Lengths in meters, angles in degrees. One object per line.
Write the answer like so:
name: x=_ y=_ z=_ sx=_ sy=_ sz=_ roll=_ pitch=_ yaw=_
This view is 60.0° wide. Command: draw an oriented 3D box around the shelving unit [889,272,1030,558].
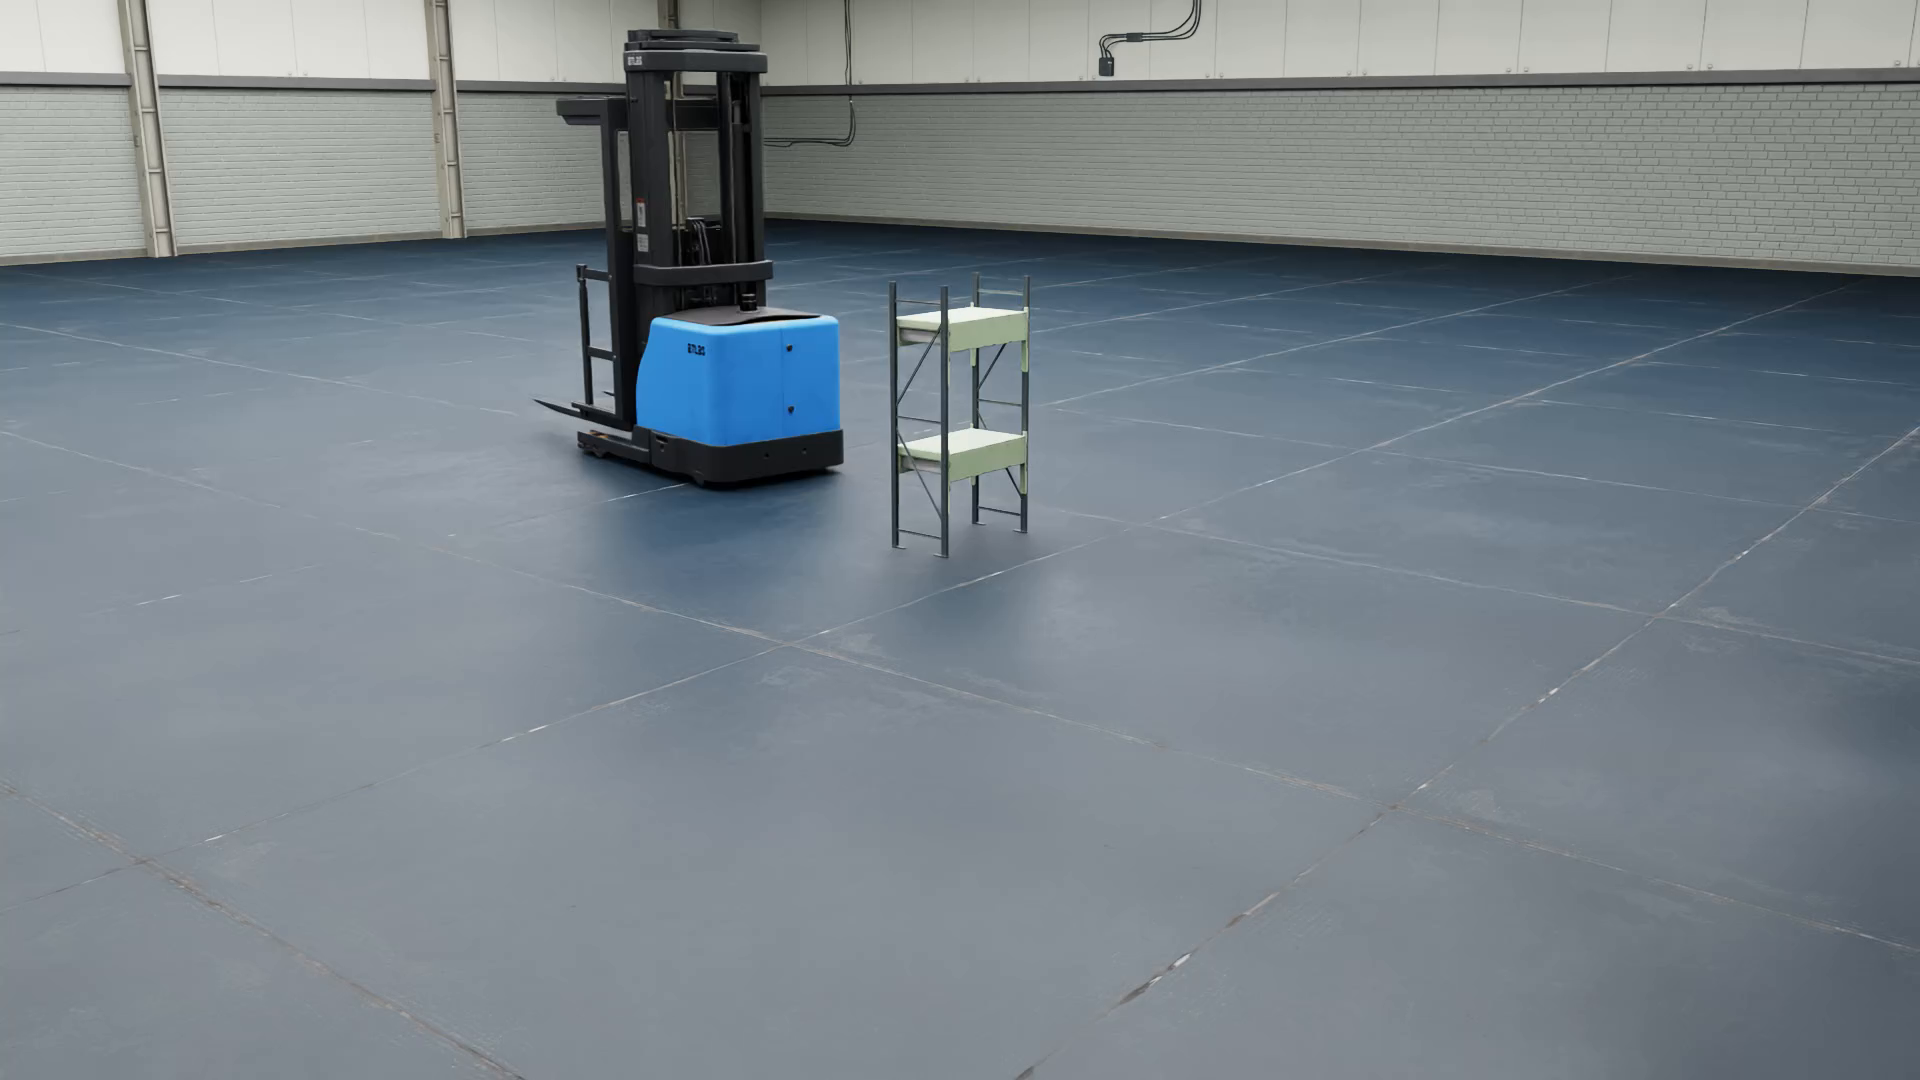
shelving unit: x=0.004 y=-0.728 z=9.443 sx=0.431 sy=1.500 sz=0.755 roll=11 pitch=18 yaw=38

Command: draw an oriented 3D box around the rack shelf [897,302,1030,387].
rack shelf: x=0.004 y=-1.106 z=9.347 sx=0.431 sy=0.370 sz=0.720 roll=11 pitch=18 yaw=38

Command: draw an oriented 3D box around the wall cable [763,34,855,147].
wall cable: x=-3.634 y=-10.516 z=39.047 sx=3.097 sy=2.526 sz=0.112 roll=11 pitch=18 yaw=38

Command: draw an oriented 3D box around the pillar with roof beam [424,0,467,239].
pillar with roof beam: x=-6.937 y=-9.846 z=30.103 sx=9.100 sy=9.000 sz=0.400 roll=11 pitch=18 yaw=38

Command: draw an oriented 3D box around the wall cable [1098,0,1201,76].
wall cable: x=3.740 y=-12.197 z=32.451 sx=2.305 sy=6.003 sz=0.169 roll=11 pitch=18 yaw=38

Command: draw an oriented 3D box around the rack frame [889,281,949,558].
rack frame: x=-0.226 y=-0.658 z=9.167 sx=0.400 sy=1.500 sz=0.023 roll=11 pitch=18 yaw=38

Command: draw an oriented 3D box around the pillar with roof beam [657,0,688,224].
pillar with roof beam: x=-3.166 y=-10.995 z=34.627 sx=9.100 sy=9.000 sz=0.400 roll=11 pitch=18 yaw=38

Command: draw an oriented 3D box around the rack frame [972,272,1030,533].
rack frame: x=0.234 y=-0.798 z=9.719 sx=0.400 sy=1.500 sz=0.023 roll=11 pitch=18 yaw=38

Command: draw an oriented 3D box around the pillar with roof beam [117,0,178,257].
pillar with roof beam: x=-10.708 y=-8.697 z=25.580 sx=9.100 sy=9.000 sz=0.400 roll=11 pitch=18 yaw=38

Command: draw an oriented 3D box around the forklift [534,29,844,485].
forklift: x=-2.129 y=-2.080 z=11.859 sx=1.130 sy=2.935 sz=3.031 roll=-12 pitch=18 yaw=-38

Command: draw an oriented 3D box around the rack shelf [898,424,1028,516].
rack shelf: x=0.004 y=-0.412 z=9.524 sx=0.431 sy=0.370 sz=0.720 roll=11 pitch=18 yaw=38

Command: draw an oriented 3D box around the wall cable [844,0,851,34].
wall cable: x=-1.530 y=-12.545 z=36.777 sx=3.097 sy=2.526 sz=0.112 roll=11 pitch=18 yaw=38
